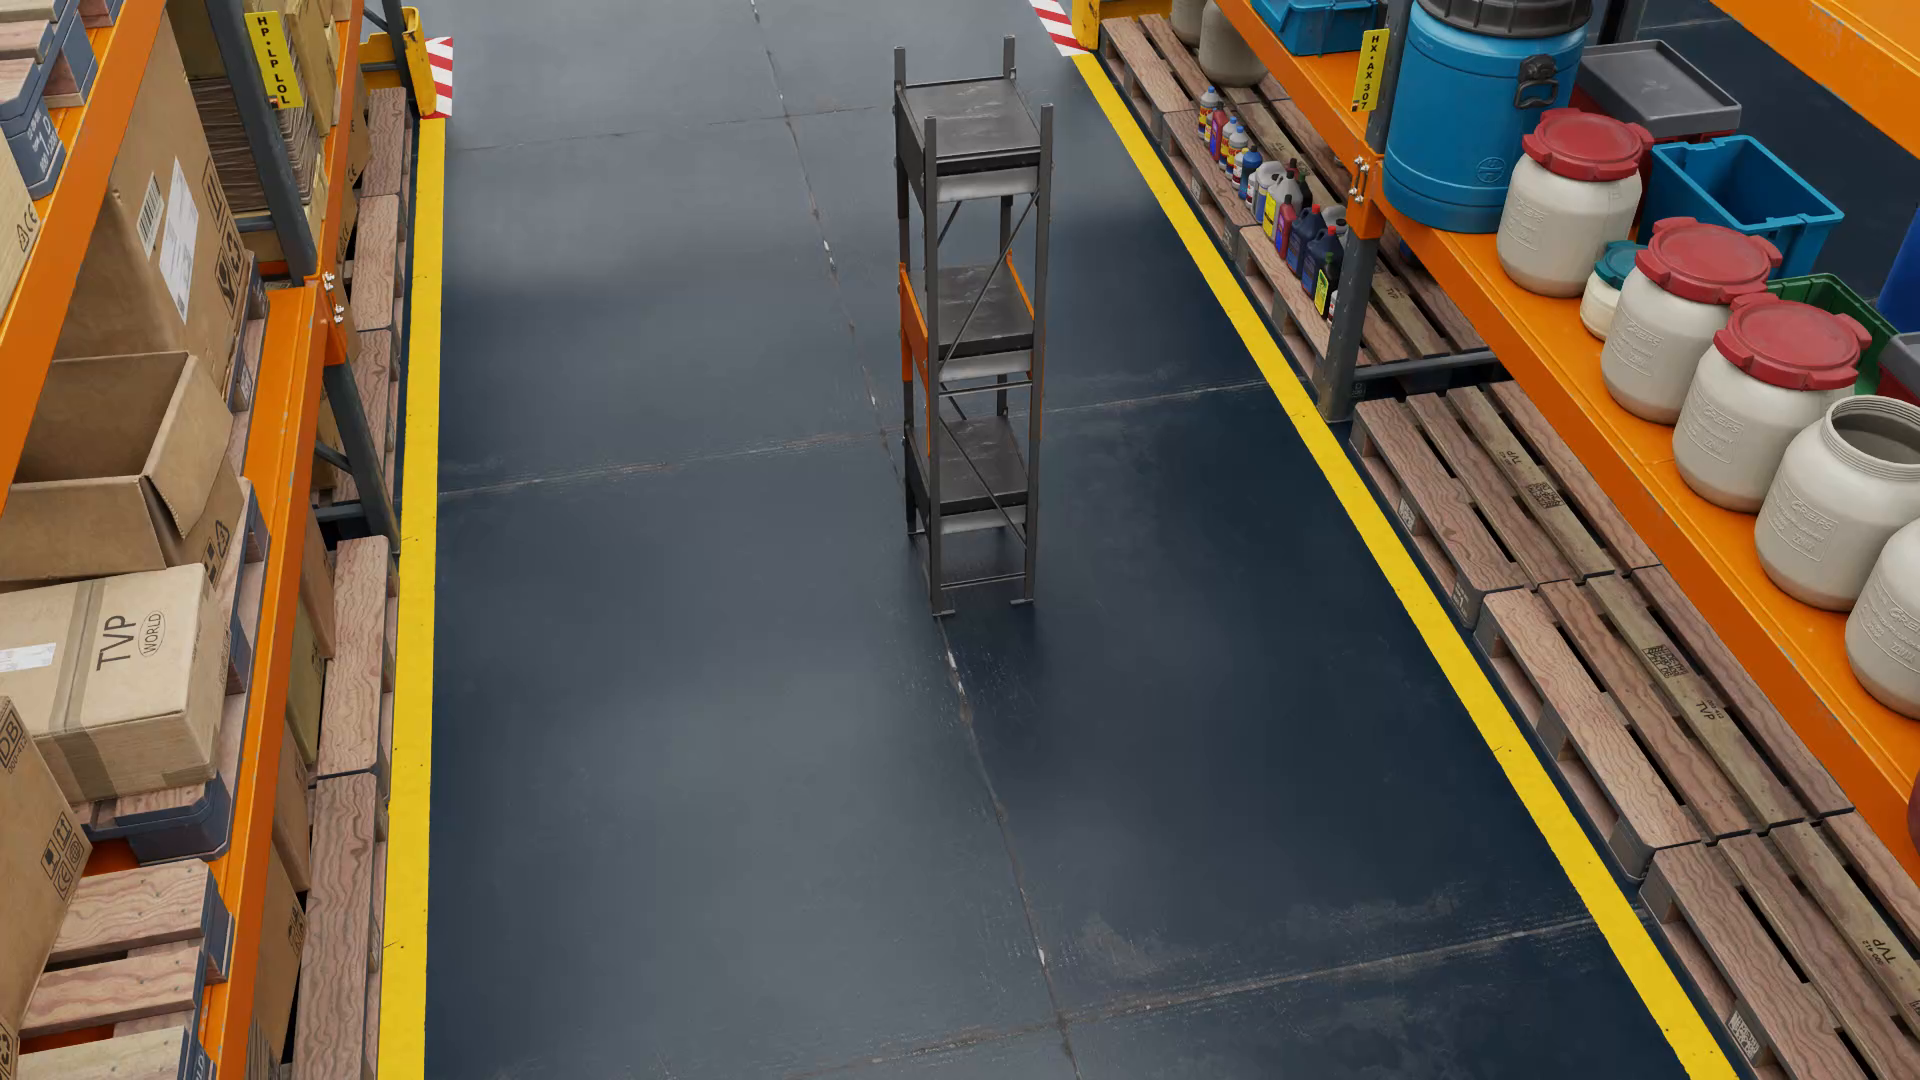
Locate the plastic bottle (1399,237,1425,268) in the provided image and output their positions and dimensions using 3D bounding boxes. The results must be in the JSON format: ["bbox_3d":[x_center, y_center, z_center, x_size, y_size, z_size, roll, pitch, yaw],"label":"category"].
[{"bbox_3d":[2.177,-1.474,7.814,0.144,0.351,0.185,-8,42,-9],"label":"plastic bottle"}]

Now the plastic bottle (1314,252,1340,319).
[{"bbox_3d":[1.661,-1.151,7.502,0.061,0.283,0.133,-6,42,-7],"label":"plastic bottle"}]

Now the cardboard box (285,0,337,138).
[{"bbox_3d":[-2.859,-1.806,6.226,0.875,0.500,0.500,-8,42,-9],"label":"cardboard box"}]

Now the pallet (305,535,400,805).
[{"bbox_3d":[-2.580,0.519,6.006,1.003,0.211,1.213,-8,42,-9],"label":"pallet"}]

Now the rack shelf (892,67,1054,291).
[{"bbox_3d":[0.036,-1.191,5.476,0.431,0.518,0.480,-8,42,-9],"label":"rack shelf"}]

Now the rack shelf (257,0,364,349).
[{"bbox_3d":[-3.181,-2.055,7.348,1.077,0.370,4.000,-8,42,-9],"label":"rack shelf"}]

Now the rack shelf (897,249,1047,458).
[{"bbox_3d":[0.036,-0.668,5.941,0.431,0.518,0.480,-8,42,-9],"label":"rack shelf"}]

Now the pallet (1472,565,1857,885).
[{"bbox_3d":[2.561,0.601,5.914,1.003,0.211,1.213,-8,42,-9],"label":"pallet"}]

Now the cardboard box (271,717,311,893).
[{"bbox_3d":[-2.432,0.818,5.121,0.700,0.500,0.500,-12,43,-13],"label":"cardboard box"}]

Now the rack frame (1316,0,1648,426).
[{"bbox_3d":[2.087,-1.738,6.448,1.000,3.000,0.127,-8,42,-9],"label":"rack frame"}]

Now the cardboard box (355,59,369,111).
[{"bbox_3d":[-3.494,-2.436,8.801,0.500,0.500,0.500,-1,42,-1],"label":"cardboard box"}]

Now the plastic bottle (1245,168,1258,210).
[{"bbox_3d":[1.472,-1.744,8.232,0.097,0.201,0.097,0,42,0],"label":"plastic bottle"}]

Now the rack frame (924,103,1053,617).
[{"bbox_3d":[0.088,-0.520,5.754,0.400,2.100,0.015,-8,42,-9],"label":"rack frame"}]

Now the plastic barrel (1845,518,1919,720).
[{"bbox_3d":[2.520,0.177,4.207,0.421,0.512,0.421,0,42,0],"label":"plastic barrel"}]

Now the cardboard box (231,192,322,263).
[{"bbox_3d":[-2.502,-1.116,5.937,0.380,0.149,0.250,-8,42,-9],"label":"cardboard box"}]

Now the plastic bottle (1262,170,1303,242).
[{"bbox_3d":[1.556,-1.621,7.981,0.144,0.351,0.185,-9,42,-10],"label":"plastic bottle"}]

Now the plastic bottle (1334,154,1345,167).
[{"bbox_3d":[1.988,-2.034,8.558,0.097,0.201,0.097,0,42,0],"label":"plastic bottle"}]

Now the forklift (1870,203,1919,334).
[{"bbox_3d":[4.920,-1.036,5.709,1.130,2.935,3.031,-9,42,-10],"label":"forklift"}]

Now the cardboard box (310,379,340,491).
[{"bbox_3d":[-2.796,-0.515,6.637,0.500,0.500,0.500,-10,42,-11],"label":"cardboard box"}]

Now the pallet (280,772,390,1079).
[{"bbox_3d":[-2.313,1.312,5.113,1.003,0.211,1.213,-8,42,-9],"label":"pallet"}]

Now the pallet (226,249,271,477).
[{"bbox_3d":[-2.726,-0.440,5.131,1.003,0.211,1.213,-8,42,-9],"label":"pallet"}]

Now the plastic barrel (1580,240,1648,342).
[{"bbox_3d":[2.223,-0.806,5.503,0.301,0.262,0.301,0,42,0],"label":"plastic barrel"}]

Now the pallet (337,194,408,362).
[{"bbox_3d":[-3.195,-1.208,7.952,1.003,0.211,1.213,-8,42,-9],"label":"pallet"}]

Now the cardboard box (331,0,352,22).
[{"bbox_3d":[-2.923,-2.414,7.400,0.380,0.149,0.250,-8,42,-9],"label":"cardboard box"}]

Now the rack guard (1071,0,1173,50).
[{"bbox_3d":[1.286,-3.353,10.151,1.175,0.500,0.348,-8,42,-9],"label":"rack guard"}]

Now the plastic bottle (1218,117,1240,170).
[{"bbox_3d":[1.385,-2.033,8.504,0.097,0.271,0.097,0,42,0],"label":"plastic bottle"}]

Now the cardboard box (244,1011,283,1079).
[{"bbox_3d":[-2.182,1.546,4.300,0.700,0.500,0.500,-12,43,-13],"label":"cardboard box"}]

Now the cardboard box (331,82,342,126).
[{"bbox_3d":[-2.701,-1.767,6.670,0.380,0.149,0.250,-8,42,-9],"label":"cardboard box"}]

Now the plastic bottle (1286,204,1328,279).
[{"bbox_3d":[1.625,-1.412,7.745,0.144,0.351,0.185,-10,43,-11],"label":"plastic bottle"}]

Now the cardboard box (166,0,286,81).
[{"bbox_3d":[-2.598,-1.879,5.554,0.500,0.500,0.500,-8,42,-9],"label":"cardboard box"}]

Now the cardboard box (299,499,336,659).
[{"bbox_3d":[-2.637,0.143,5.880,0.700,0.500,0.500,-11,43,-13],"label":"cardboard box"}]

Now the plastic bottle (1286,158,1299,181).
[{"bbox_3d":[1.628,-1.718,8.140,0.061,0.283,0.133,-8,42,-9],"label":"plastic bottle"}]

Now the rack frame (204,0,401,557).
[{"bbox_3d":[-2.749,-1.028,5.648,1.000,3.000,0.127,-8,42,-9],"label":"rack frame"}]

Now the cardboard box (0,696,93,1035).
[{"bbox_3d":[-2.259,0.679,3.334,0.700,0.500,0.500,-3,42,-3],"label":"cardboard box"}]

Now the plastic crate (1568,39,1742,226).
[{"bbox_3d":[2.490,-1.492,6.123,0.402,0.464,0.583,-8,42,-9],"label":"plastic crate"}]

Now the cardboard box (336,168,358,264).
[{"bbox_3d":[-3.215,-1.645,7.910,0.500,0.500,0.500,-5,42,-5],"label":"cardboard box"}]

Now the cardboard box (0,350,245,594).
[{"bbox_3d":[-2.285,-0.113,4.224,0.797,0.503,0.637,-4,42,-5],"label":"cardboard box"}]

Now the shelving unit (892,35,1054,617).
[{"bbox_3d":[0.036,-0.678,5.932,0.431,2.100,0.503,-8,42,-9],"label":"shelving unit"}]

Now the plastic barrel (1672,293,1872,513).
[{"bbox_3d":[2.331,-0.381,4.817,0.433,0.535,0.433,0,42,0],"label":"plastic barrel"}]

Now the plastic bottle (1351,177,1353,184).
[{"bbox_3d":[2.046,-1.827,8.269,0.152,0.276,0.135,-8,42,-9],"label":"plastic bottle"}]

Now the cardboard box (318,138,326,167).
[{"bbox_3d":[-2.624,-1.438,6.300,0.380,0.149,0.250,-8,42,-9],"label":"cardboard box"}]

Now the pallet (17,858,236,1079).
[{"bbox_3d":[-2.143,1.190,3.294,1.213,0.211,1.003,-8,42,-9],"label":"pallet"}]

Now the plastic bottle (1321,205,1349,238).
[{"bbox_3d":[1.765,-1.422,7.812,0.152,0.276,0.135,-8,42,-9],"label":"plastic bottle"}]

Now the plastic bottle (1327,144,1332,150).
[{"bbox_3d":[1.972,-2.169,8.648,0.061,0.283,0.133,-8,42,-9],"label":"plastic bottle"}]

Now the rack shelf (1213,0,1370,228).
[{"bbox_3d":[1.656,-2.765,8.147,1.077,0.370,4.000,-8,42,-9],"label":"rack shelf"}]

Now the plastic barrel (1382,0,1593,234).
[{"bbox_3d":[1.875,-1.631,5.951,0.600,0.901,0.708,-8,42,-9],"label":"plastic barrel"}]

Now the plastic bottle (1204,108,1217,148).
[{"bbox_3d":[1.333,-2.161,8.702,0.097,0.201,0.097,0,42,0],"label":"plastic bottle"}]

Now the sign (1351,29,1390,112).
[{"bbox_3d":[1.548,-1.769,6.275,0.100,0.325,0.005,-8,42,-9],"label":"sign"}]

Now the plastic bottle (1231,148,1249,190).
[{"bbox_3d":[1.428,-1.877,8.382,0.097,0.201,0.097,0,42,0],"label":"plastic bottle"}]

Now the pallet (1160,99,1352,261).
[{"bbox_3d":[1.716,-1.928,8.764,1.003,0.211,1.213,-8,42,-9],"label":"pallet"}]

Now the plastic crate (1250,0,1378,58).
[{"bbox_3d":[1.583,-2.360,7.262,0.499,0.251,0.616,-8,42,-9],"label":"plastic crate"}]

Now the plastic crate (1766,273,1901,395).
[{"bbox_3d":[2.739,-0.570,5.292,0.450,0.188,0.662,-8,42,-9],"label":"plastic crate"}]

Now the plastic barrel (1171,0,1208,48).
[{"bbox_3d":[1.440,-3.141,9.587,0.421,0.512,0.421,0,42,0],"label":"plastic barrel"}]
